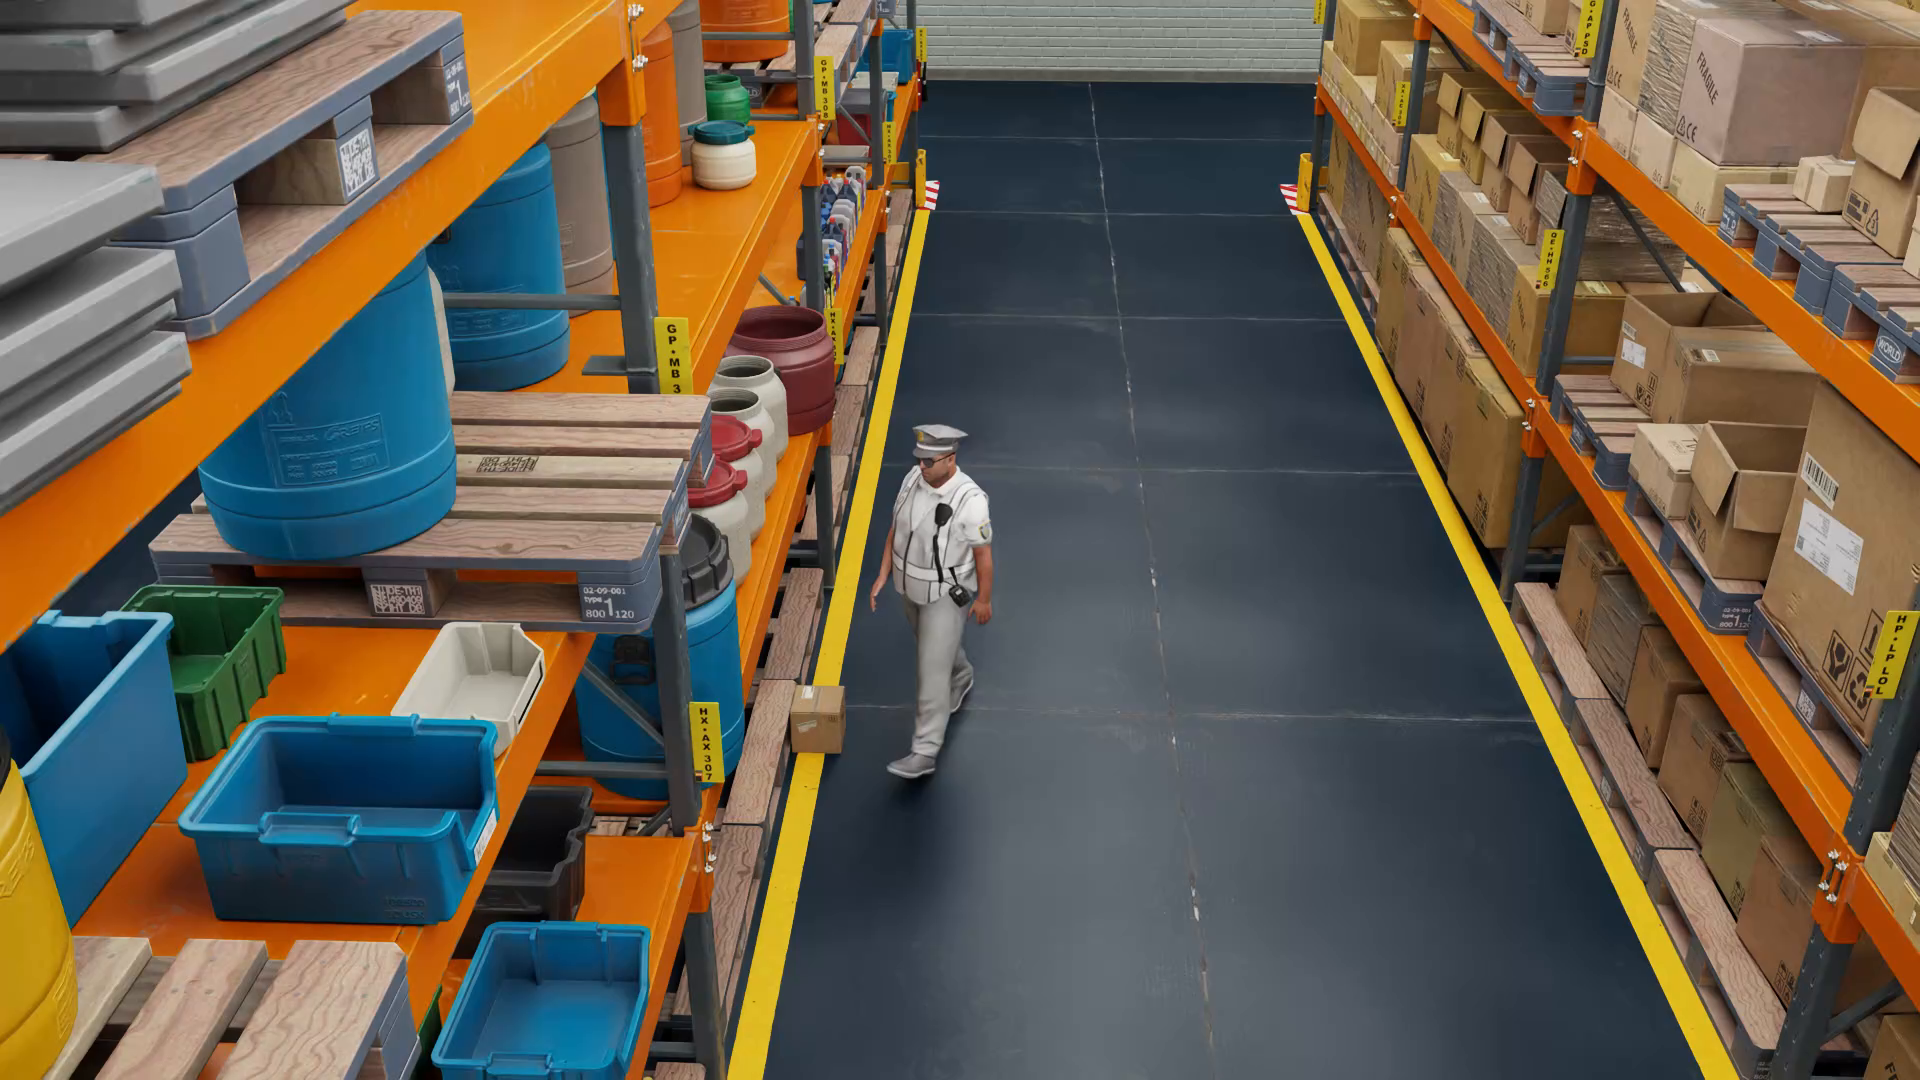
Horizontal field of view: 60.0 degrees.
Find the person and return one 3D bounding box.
[{"bbox_3d":[-0.154,0.258,8.140,0.929,1.713,0.614,-22,35,-36],"label":"person"}]
